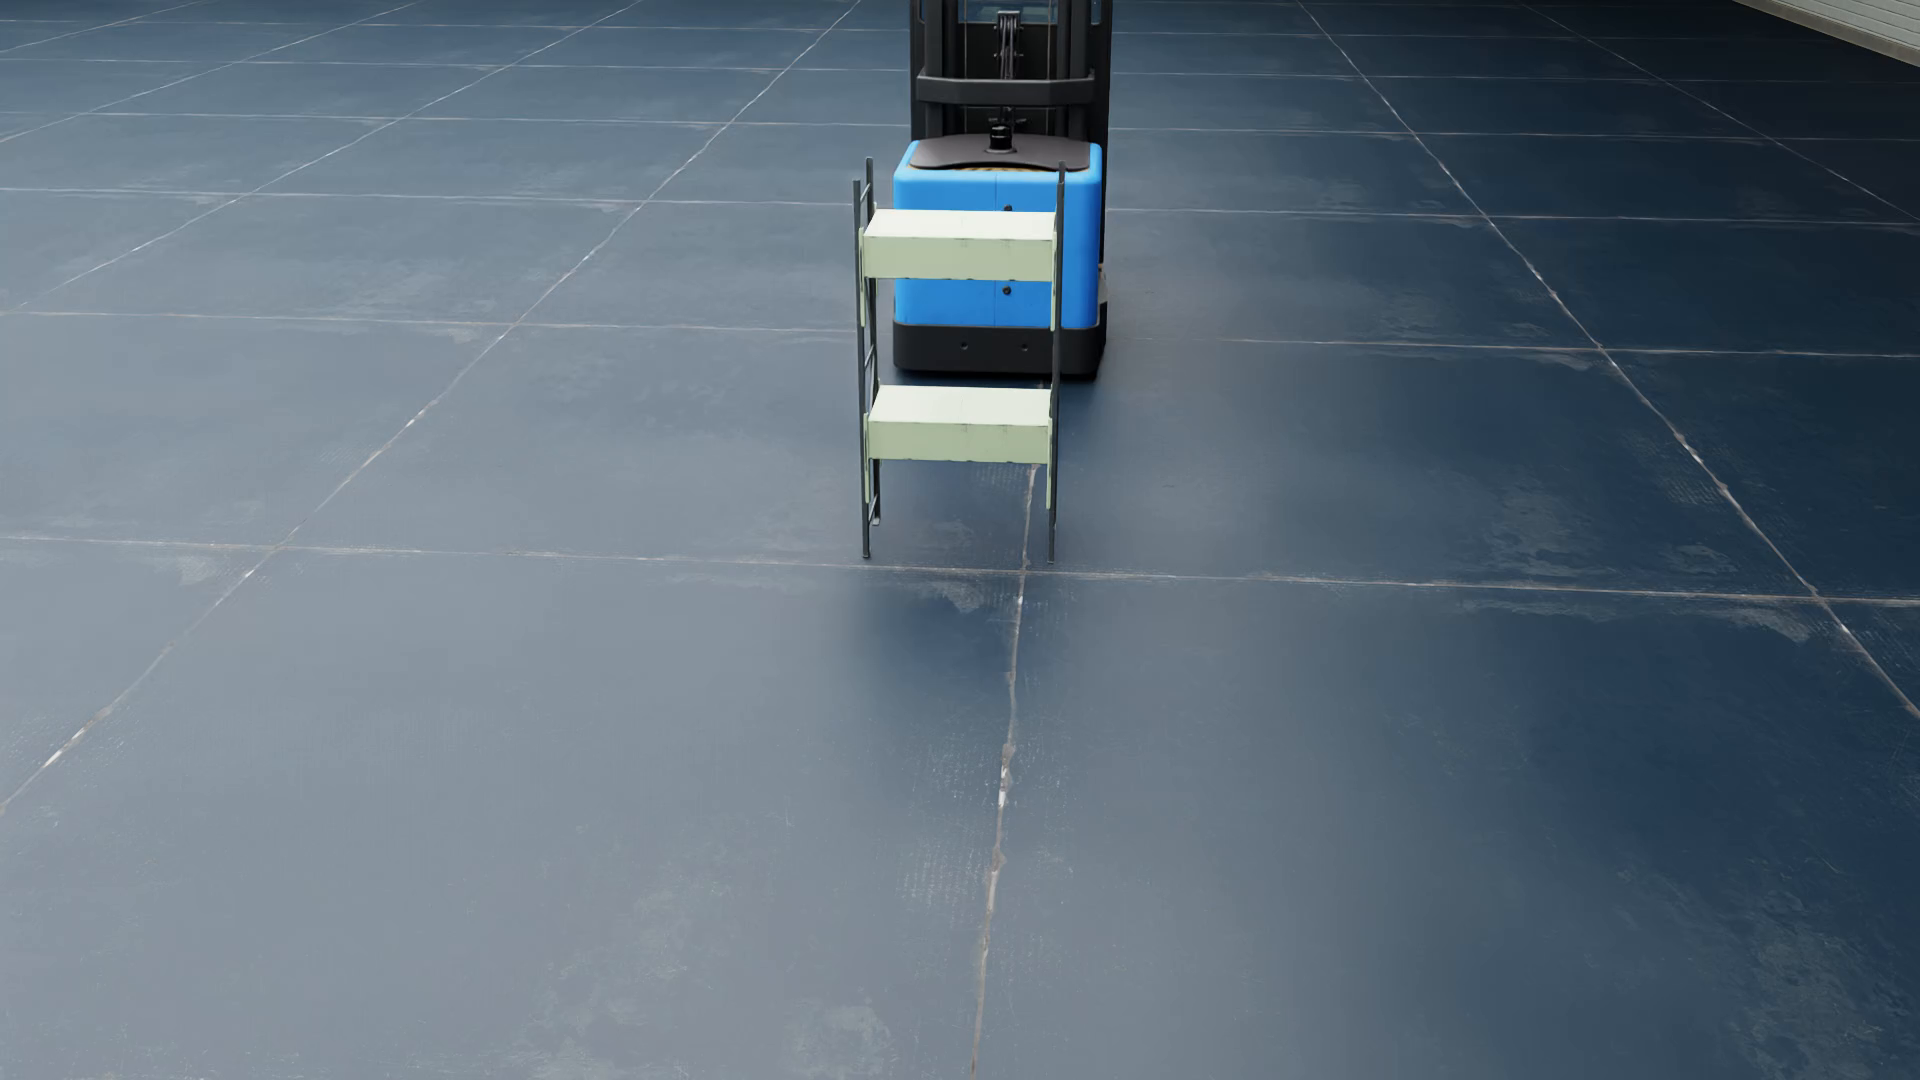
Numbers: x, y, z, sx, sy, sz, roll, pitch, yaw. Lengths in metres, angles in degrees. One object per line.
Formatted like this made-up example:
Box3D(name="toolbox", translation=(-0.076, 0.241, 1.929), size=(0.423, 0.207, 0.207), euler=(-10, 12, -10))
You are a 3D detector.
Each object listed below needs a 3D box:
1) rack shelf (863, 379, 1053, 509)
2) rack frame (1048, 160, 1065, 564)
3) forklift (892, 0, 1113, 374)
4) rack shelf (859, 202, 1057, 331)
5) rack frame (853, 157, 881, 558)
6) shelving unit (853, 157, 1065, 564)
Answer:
Box3D(name="rack shelf", translation=(0.007, -0.385, 6.572), size=(0.720, 0.370, 0.431), euler=(2, 25, 4))
Box3D(name="rack frame", translation=(0.372, -0.669, 6.411), size=(0.023, 1.500, 0.400), euler=(2, 25, 4))
Box3D(name="forklift", translation=(0.293, -2.746, 9.212), size=(1.130, 2.935, 3.031), euler=(2, 25, 4))
Box3D(name="rack shelf", translation=(0.007, -1.036, 6.273), size=(0.720, 0.370, 0.431), euler=(2, 25, 4))
Box3D(name="rack frame", translation=(-0.358, -0.693, 6.461), size=(0.023, 1.500, 0.400), euler=(2, 25, 4))
Box3D(name="shelving unit", translation=(0.007, -0.681, 6.436), size=(0.755, 1.500, 0.431), euler=(2, 25, 4))
